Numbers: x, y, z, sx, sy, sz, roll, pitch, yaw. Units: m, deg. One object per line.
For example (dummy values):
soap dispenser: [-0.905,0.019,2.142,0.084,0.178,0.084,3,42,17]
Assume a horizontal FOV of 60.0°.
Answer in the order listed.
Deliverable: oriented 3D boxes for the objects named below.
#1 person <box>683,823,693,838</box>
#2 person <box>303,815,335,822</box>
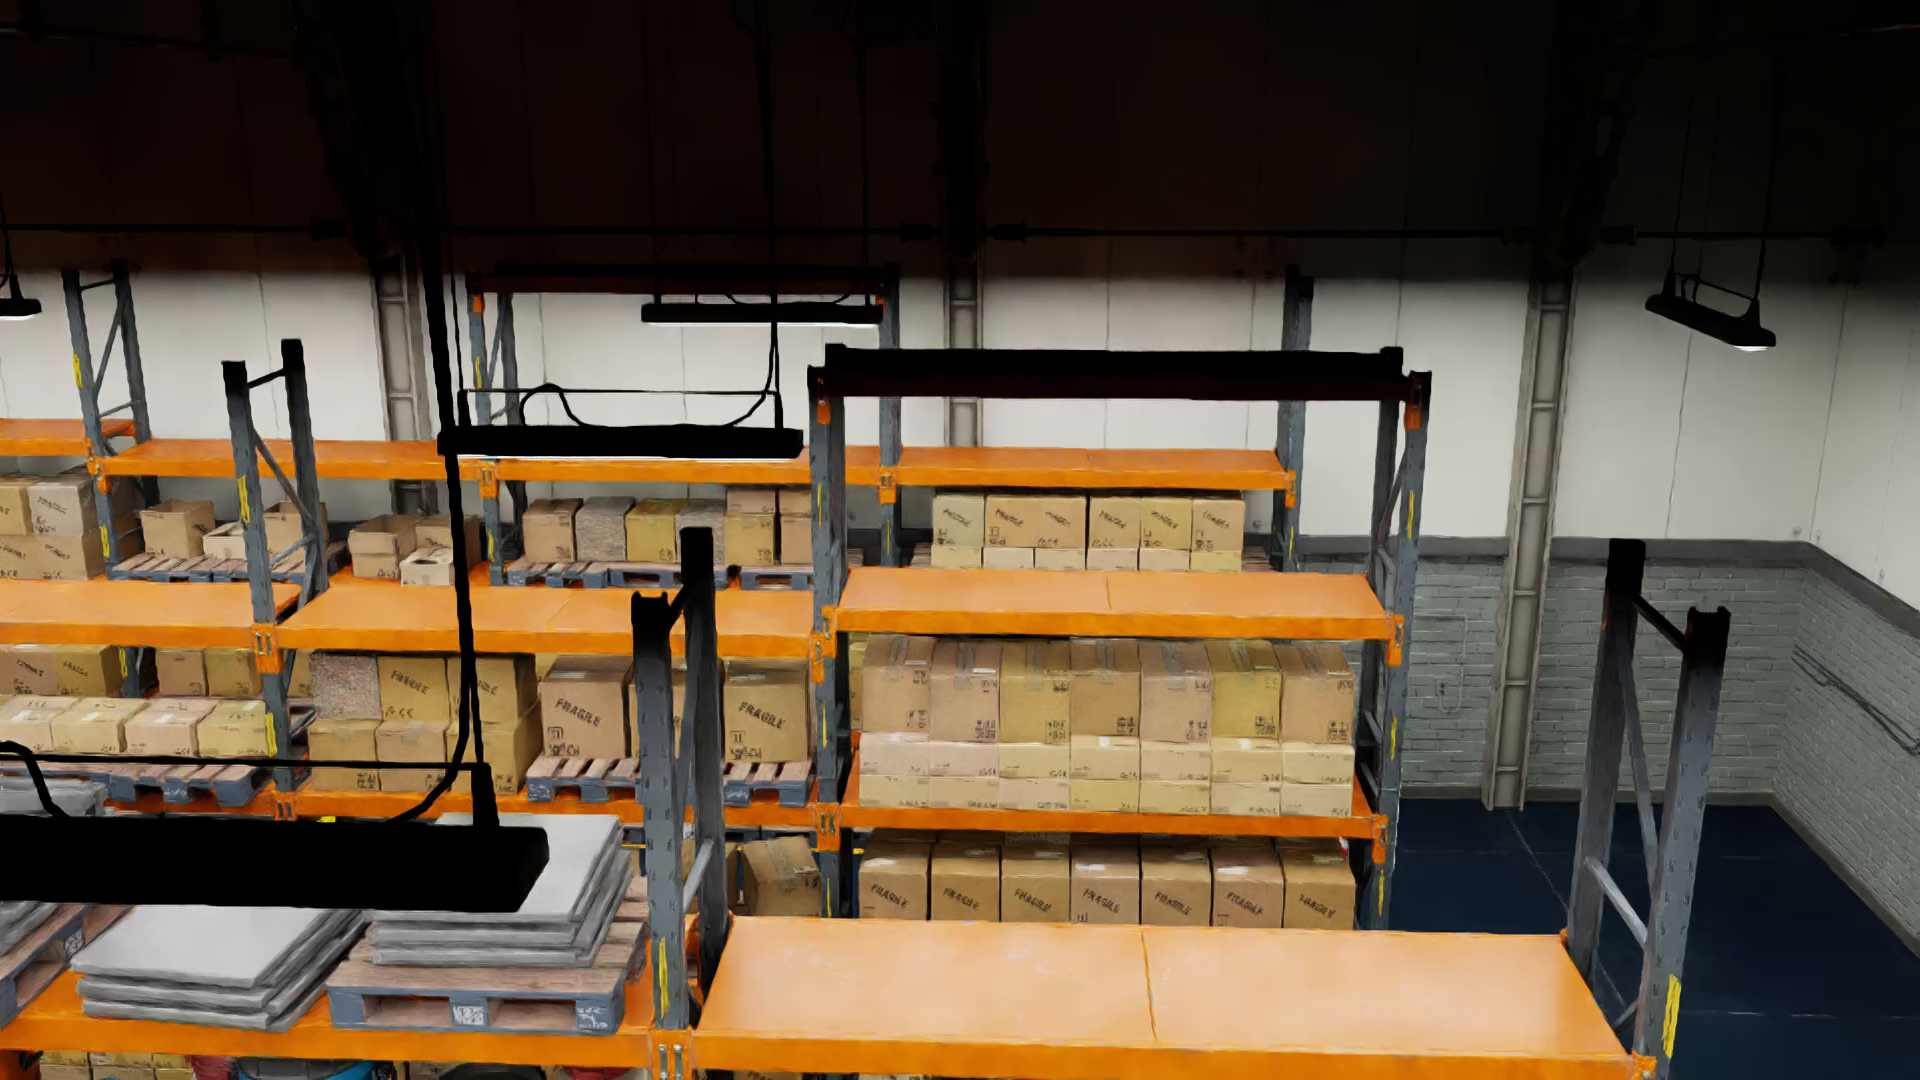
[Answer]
person: [-2.602,2.996,15.382,1.088,1.589,0.456,1,16,5]
person: [-5.740,3.047,15.048,1.121,1.691,0.577,1,16,5]
